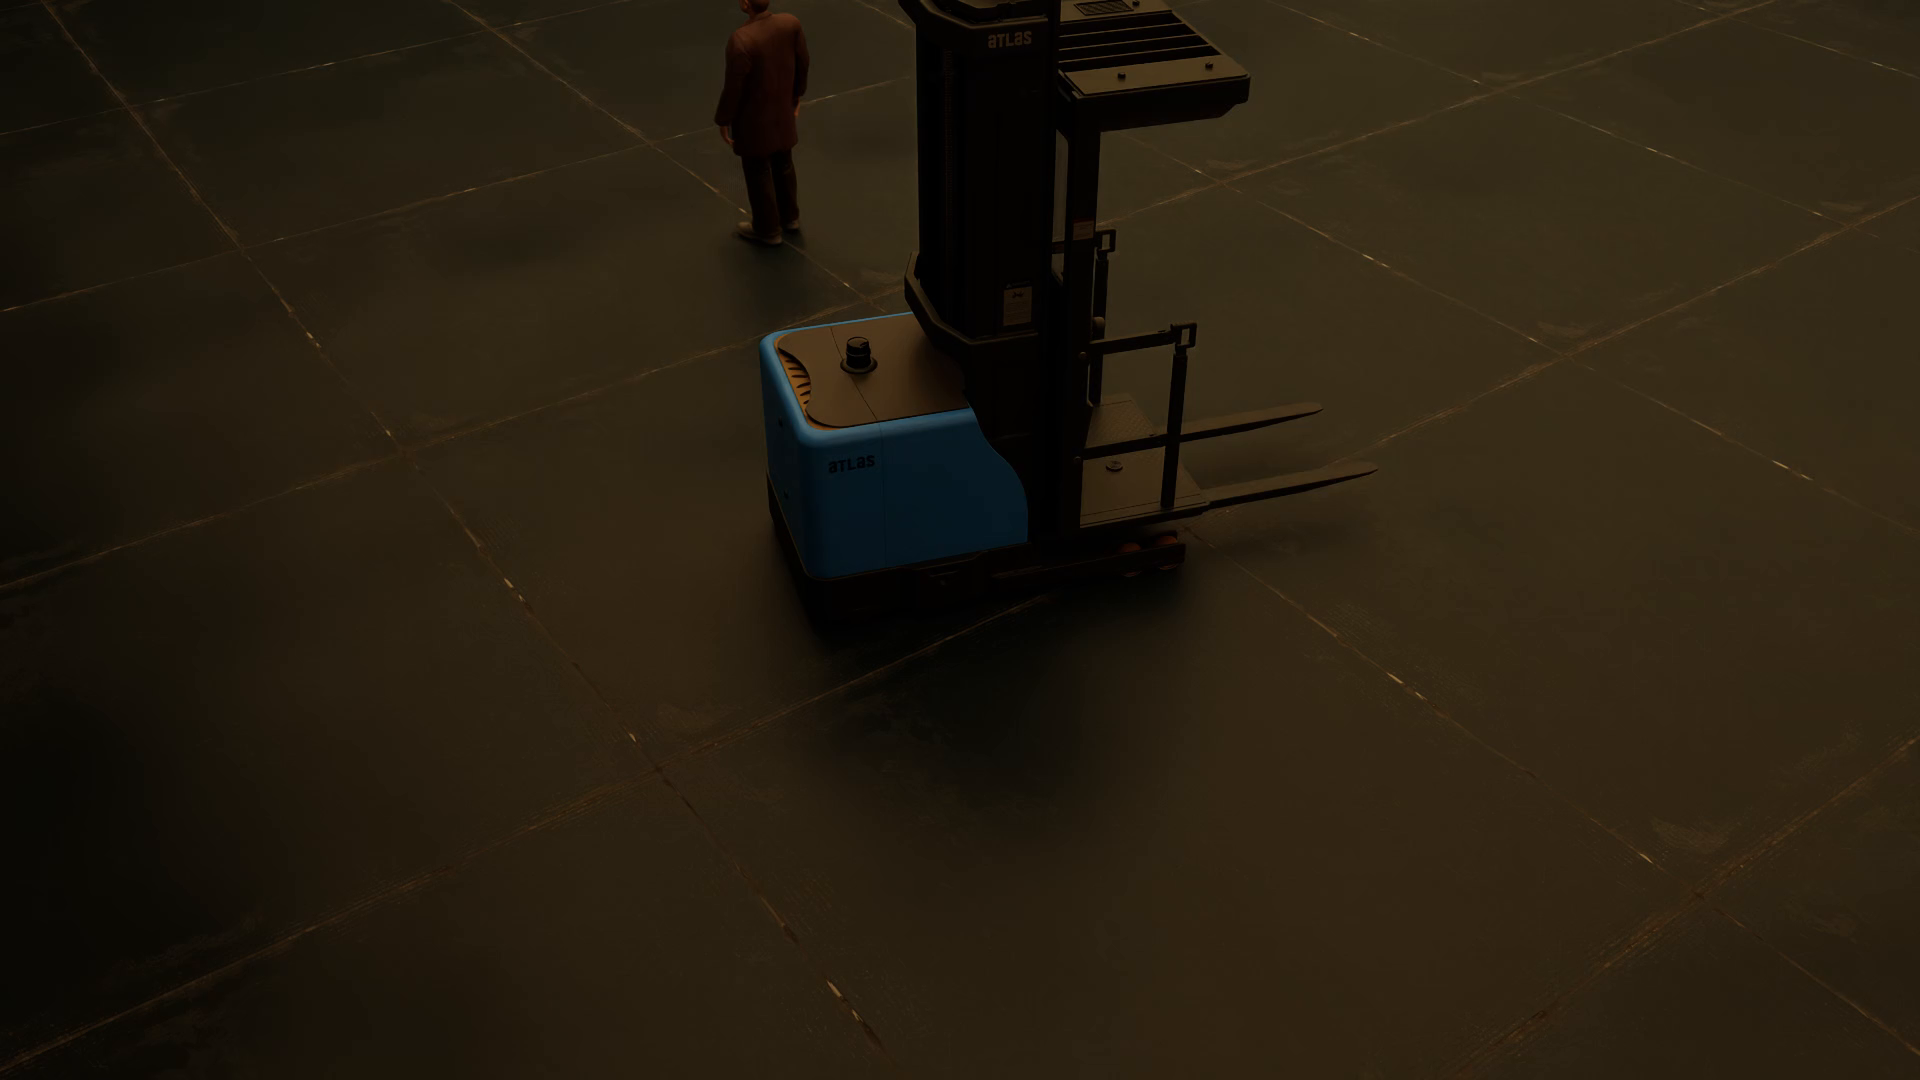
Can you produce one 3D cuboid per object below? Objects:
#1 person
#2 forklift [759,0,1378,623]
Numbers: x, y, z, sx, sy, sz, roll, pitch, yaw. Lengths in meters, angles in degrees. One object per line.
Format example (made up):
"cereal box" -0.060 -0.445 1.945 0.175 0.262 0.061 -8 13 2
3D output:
"person" -1.313 -2.755 10.632 0.693 1.780 0.572 -28 45 -33
"forklift" 0.602 -1.288 7.687 3.031 2.935 1.130 -10 38 -14
